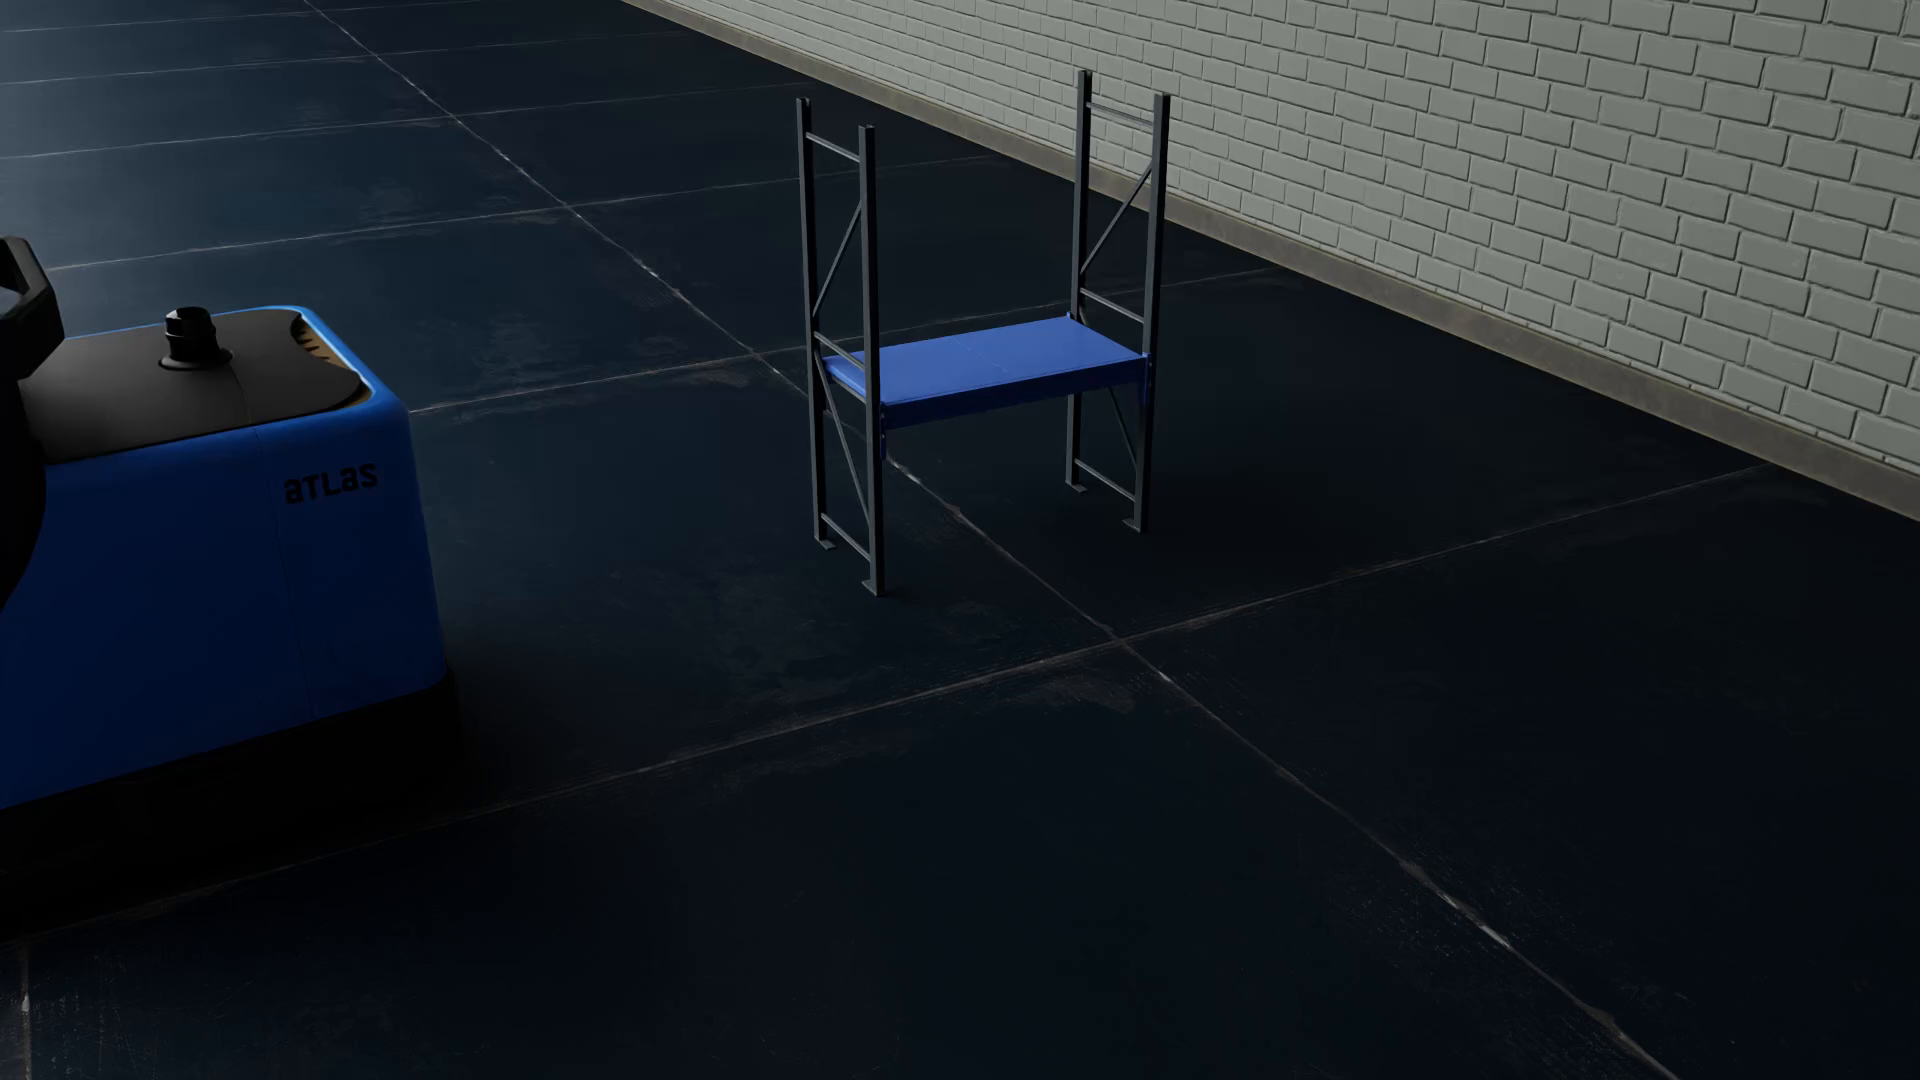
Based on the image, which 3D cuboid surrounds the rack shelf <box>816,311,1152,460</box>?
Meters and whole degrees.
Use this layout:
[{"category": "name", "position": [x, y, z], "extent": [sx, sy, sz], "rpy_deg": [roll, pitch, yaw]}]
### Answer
[{"category": "rack shelf", "position": [0.075, -0.531, 5.539], "extent": [1.000, 0.185, 0.538], "rpy_deg": [-13, 29, -25]}]

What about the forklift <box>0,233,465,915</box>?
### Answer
[{"category": "forklift", "position": [-2.830, -0.508, 3.421], "extent": [3.031, 2.935, 1.130], "rpy_deg": [-16, 30, -30]}]

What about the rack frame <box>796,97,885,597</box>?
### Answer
[{"category": "rack frame", "position": [-0.373, -0.590, 5.246], "extent": [0.032, 1.500, 0.500], "rpy_deg": [-13, 29, -25]}]

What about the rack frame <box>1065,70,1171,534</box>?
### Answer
[{"category": "rack frame", "position": [0.524, -0.797, 5.677], "extent": [0.032, 1.500, 0.500], "rpy_deg": [-13, 29, -25]}]

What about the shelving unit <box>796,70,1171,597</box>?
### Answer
[{"category": "shelving unit", "position": [0.075, -0.693, 5.462], "extent": [1.048, 1.500, 0.538], "rpy_deg": [-13, 29, -25]}]
